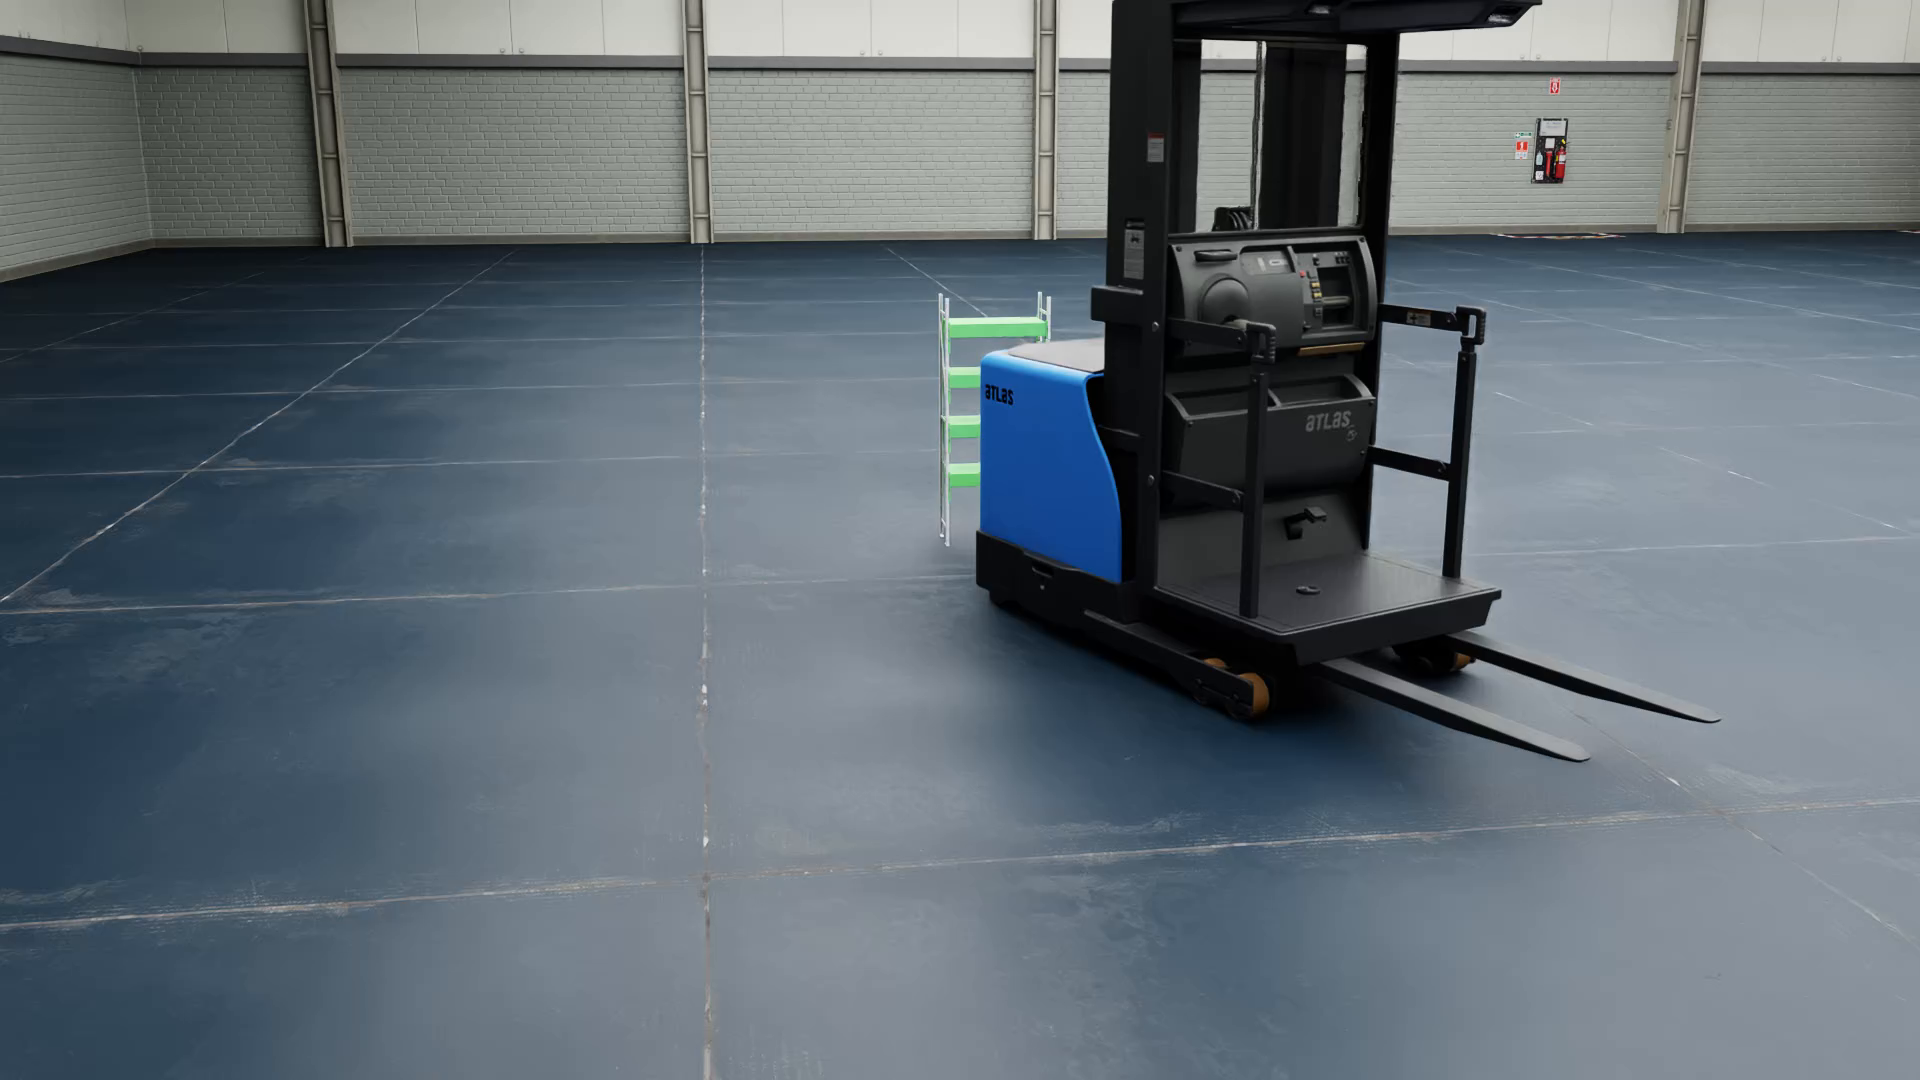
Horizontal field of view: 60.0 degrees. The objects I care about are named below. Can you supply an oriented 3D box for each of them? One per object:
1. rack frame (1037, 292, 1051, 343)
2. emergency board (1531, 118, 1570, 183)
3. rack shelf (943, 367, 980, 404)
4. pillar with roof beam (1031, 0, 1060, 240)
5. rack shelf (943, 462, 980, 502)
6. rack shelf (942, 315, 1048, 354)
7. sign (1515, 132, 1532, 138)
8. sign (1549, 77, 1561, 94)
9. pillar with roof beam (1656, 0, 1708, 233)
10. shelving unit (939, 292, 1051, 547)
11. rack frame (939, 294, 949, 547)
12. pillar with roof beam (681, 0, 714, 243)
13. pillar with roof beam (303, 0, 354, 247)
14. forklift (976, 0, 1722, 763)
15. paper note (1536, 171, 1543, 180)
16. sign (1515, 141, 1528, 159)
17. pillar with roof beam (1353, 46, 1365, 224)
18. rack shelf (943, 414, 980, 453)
[{"bbox_3d":[0.405,-0.597,8.135,0.015,1.200,0.240,-2,14,-8],"label":"rack frame"},{"bbox_3d":[10.906,-7.160,30.604,0.643,1.169,0.194,-2,14,-8],"label":"emergency board"},{"bbox_3d":[0.164,-0.759,8.057,0.480,0.148,0.258,-2,14,-8],"label":"rack shelf"},{"bbox_3d":[2.130,-8.680,24.332,0.400,9.000,9.100,-2,14,-8],"label":"pillar with roof beam"},{"bbox_3d":[0.164,-0.293,8.174,0.480,0.148,0.258,-2,14,-8],"label":"rack shelf"},{"bbox_3d":[0.164,-0.992,7.999,0.480,0.148,0.258,-2,14,-8],"label":"rack shelf"},{"bbox_3d":[10.350,-7.437,30.547,0.331,0.109,0.001,-2,14,-8],"label":"sign"},{"bbox_3d":[10.883,-8.308,30.417,0.199,0.298,0.001,-2,14,-8],"label":"sign"},{"bbox_3d":[13.997,-9.114,26.066,0.400,9.000,9.100,-2,14,-8],"label":"pillar with roof beam"},{"bbox_3d":[0.164,-0.588,8.100,0.503,1.200,0.258,-2,14,-8],"label":"shelving unit"},{"bbox_3d":[-0.078,-0.579,8.065,0.015,1.200,0.240,-2,14,-8],"label":"rack frame"},{"bbox_3d":[-3.803,-8.462,23.465,0.400,9.000,9.100,-2,14,-8],"label":"pillar with roof beam"},{"bbox_3d":[-9.736,-8.245,22.598,0.400,9.000,9.100,-2,14,-8],"label":"pillar with roof beam"},{"bbox_3d":[1.269,-0.927,5.892,1.130,2.935,3.031,-9,16,-31],"label":"forklift"},{"bbox_3d":[10.721,-6.743,30.752,0.142,0.148,0.016,-2,14,-8],"label":"paper note"},{"bbox_3d":[10.344,-7.182,30.619,0.234,0.329,0.001,-2,14,-8],"label":"sign"},{"bbox_3d":[8.063,-8.897,25.199,0.400,9.000,9.100,-2,14,-8],"label":"pillar with roof beam"},{"bbox_3d":[0.164,-0.526,8.115,0.480,0.148,0.258,-2,14,-8],"label":"rack shelf"}]
